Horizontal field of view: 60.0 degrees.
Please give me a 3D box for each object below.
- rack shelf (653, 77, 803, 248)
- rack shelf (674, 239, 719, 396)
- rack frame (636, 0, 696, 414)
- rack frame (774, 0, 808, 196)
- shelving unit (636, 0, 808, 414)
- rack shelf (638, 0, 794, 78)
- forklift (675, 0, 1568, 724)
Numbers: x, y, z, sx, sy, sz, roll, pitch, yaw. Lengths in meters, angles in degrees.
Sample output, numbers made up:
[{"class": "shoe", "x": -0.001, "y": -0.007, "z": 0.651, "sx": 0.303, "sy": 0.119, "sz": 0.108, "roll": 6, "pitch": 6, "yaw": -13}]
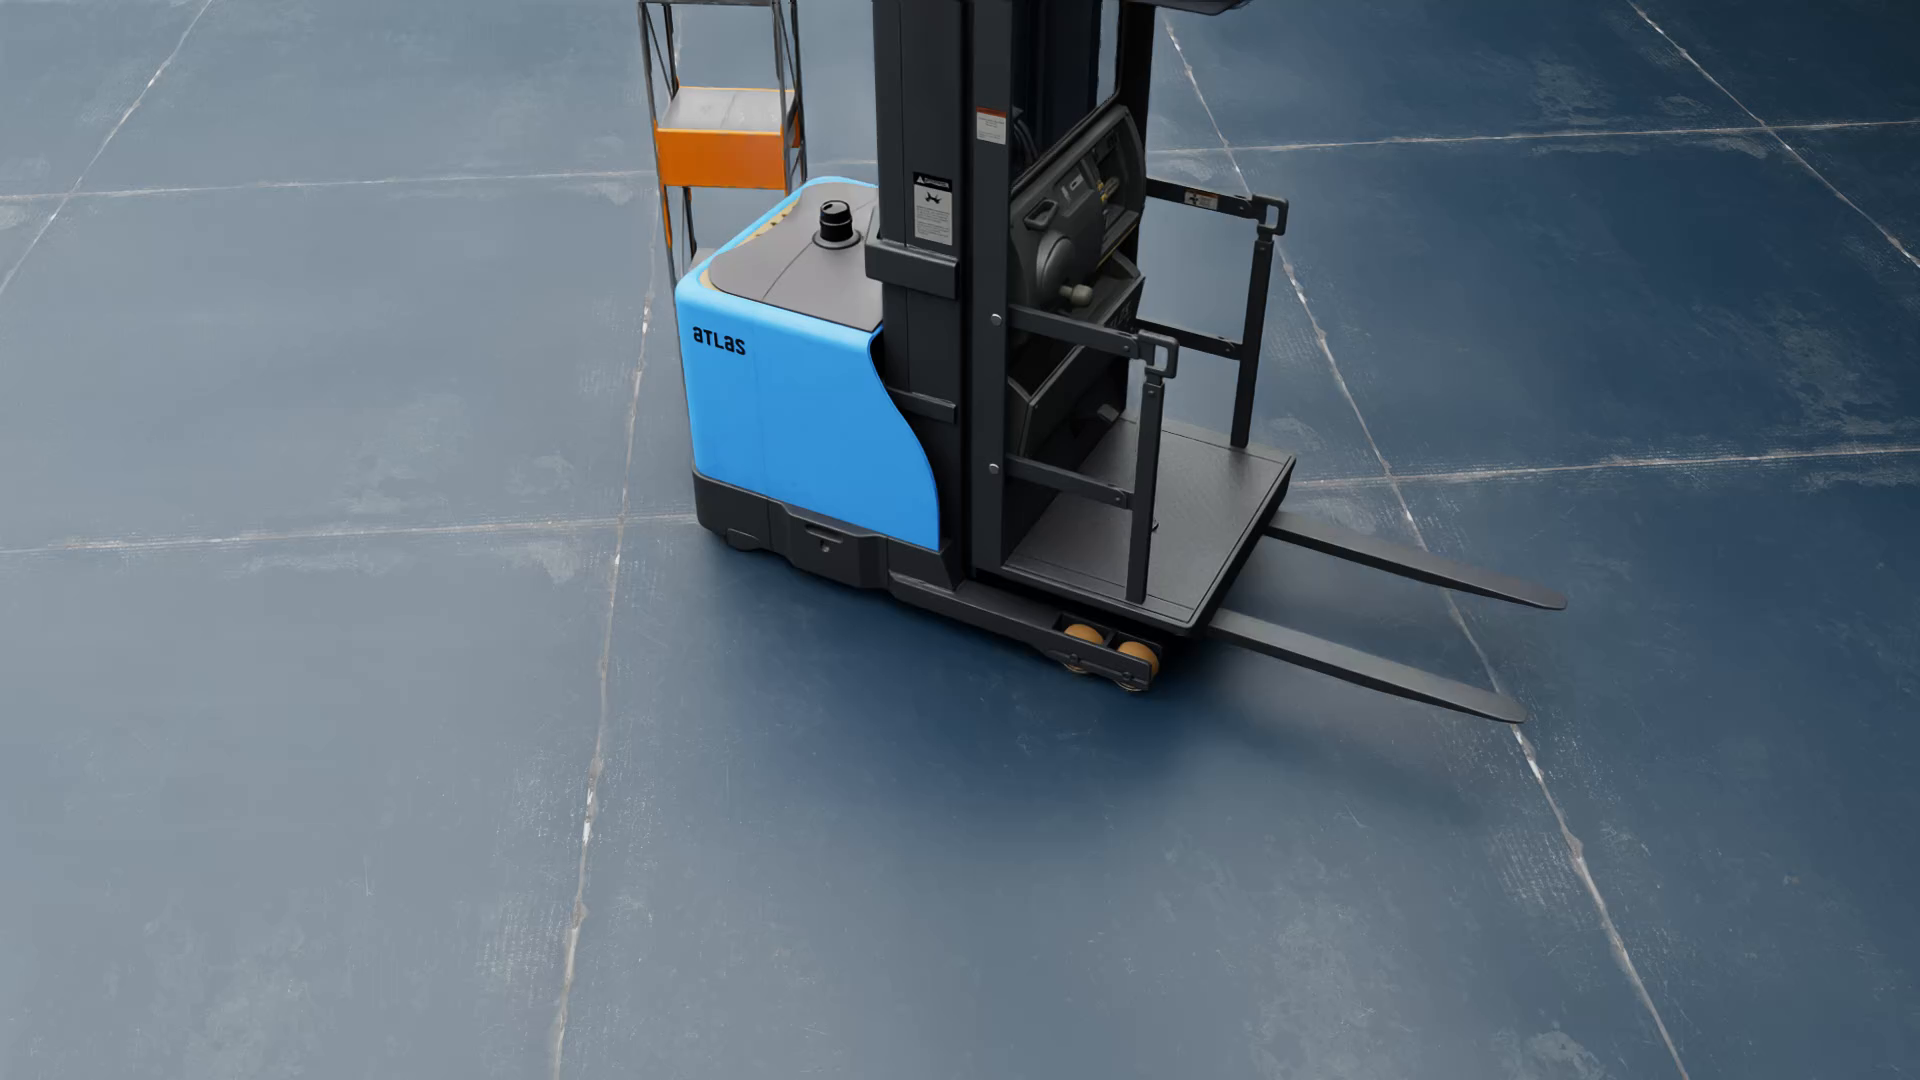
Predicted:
[{"class": "rack shelf", "x": -0.872, "y": -1.449, "z": 6.413, "sx": 0.480, "sy": 0.518, "sz": 0.431, "roll": 3, "pitch": 38, "yaw": 3}, {"class": "rack shelf", "x": -0.872, "y": -0.899, "z": 6.846, "sx": 0.480, "sy": 0.518, "sz": 0.431, "roll": 3, "pitch": 38, "yaw": 3}, {"class": "rack frame", "x": -1.116, "y": -1.471, "z": 6.419, "sx": 0.015, "sy": 2.100, "sz": 0.400, "roll": 3, "pitch": 38, "yaw": 3}, {"class": "rack frame", "x": -0.629, "y": -1.448, "z": 6.390, "sx": 0.015, "sy": 2.100, "sz": 0.400, "roll": 3, "pitch": 38, "yaw": 3}, {"class": "shelving unit", "x": -0.872, "y": -1.459, "z": 6.404, "sx": 0.503, "sy": 2.100, "sz": 0.431, "roll": 3, "pitch": 38, "yaw": 3}, {"class": "rack shelf", "x": -0.872, "y": -1.998, "z": 5.979, "sx": 0.480, "sy": 0.518, "sz": 0.431, "roll": 3, "pitch": 38, "yaw": 3}, {"class": "forklift", "x": 0.562, "y": -1.020, "z": 5.176, "sx": 3.031, "sy": 2.935, "sz": 1.130, "roll": 18, "pitch": 42, "yaw": 21}]
